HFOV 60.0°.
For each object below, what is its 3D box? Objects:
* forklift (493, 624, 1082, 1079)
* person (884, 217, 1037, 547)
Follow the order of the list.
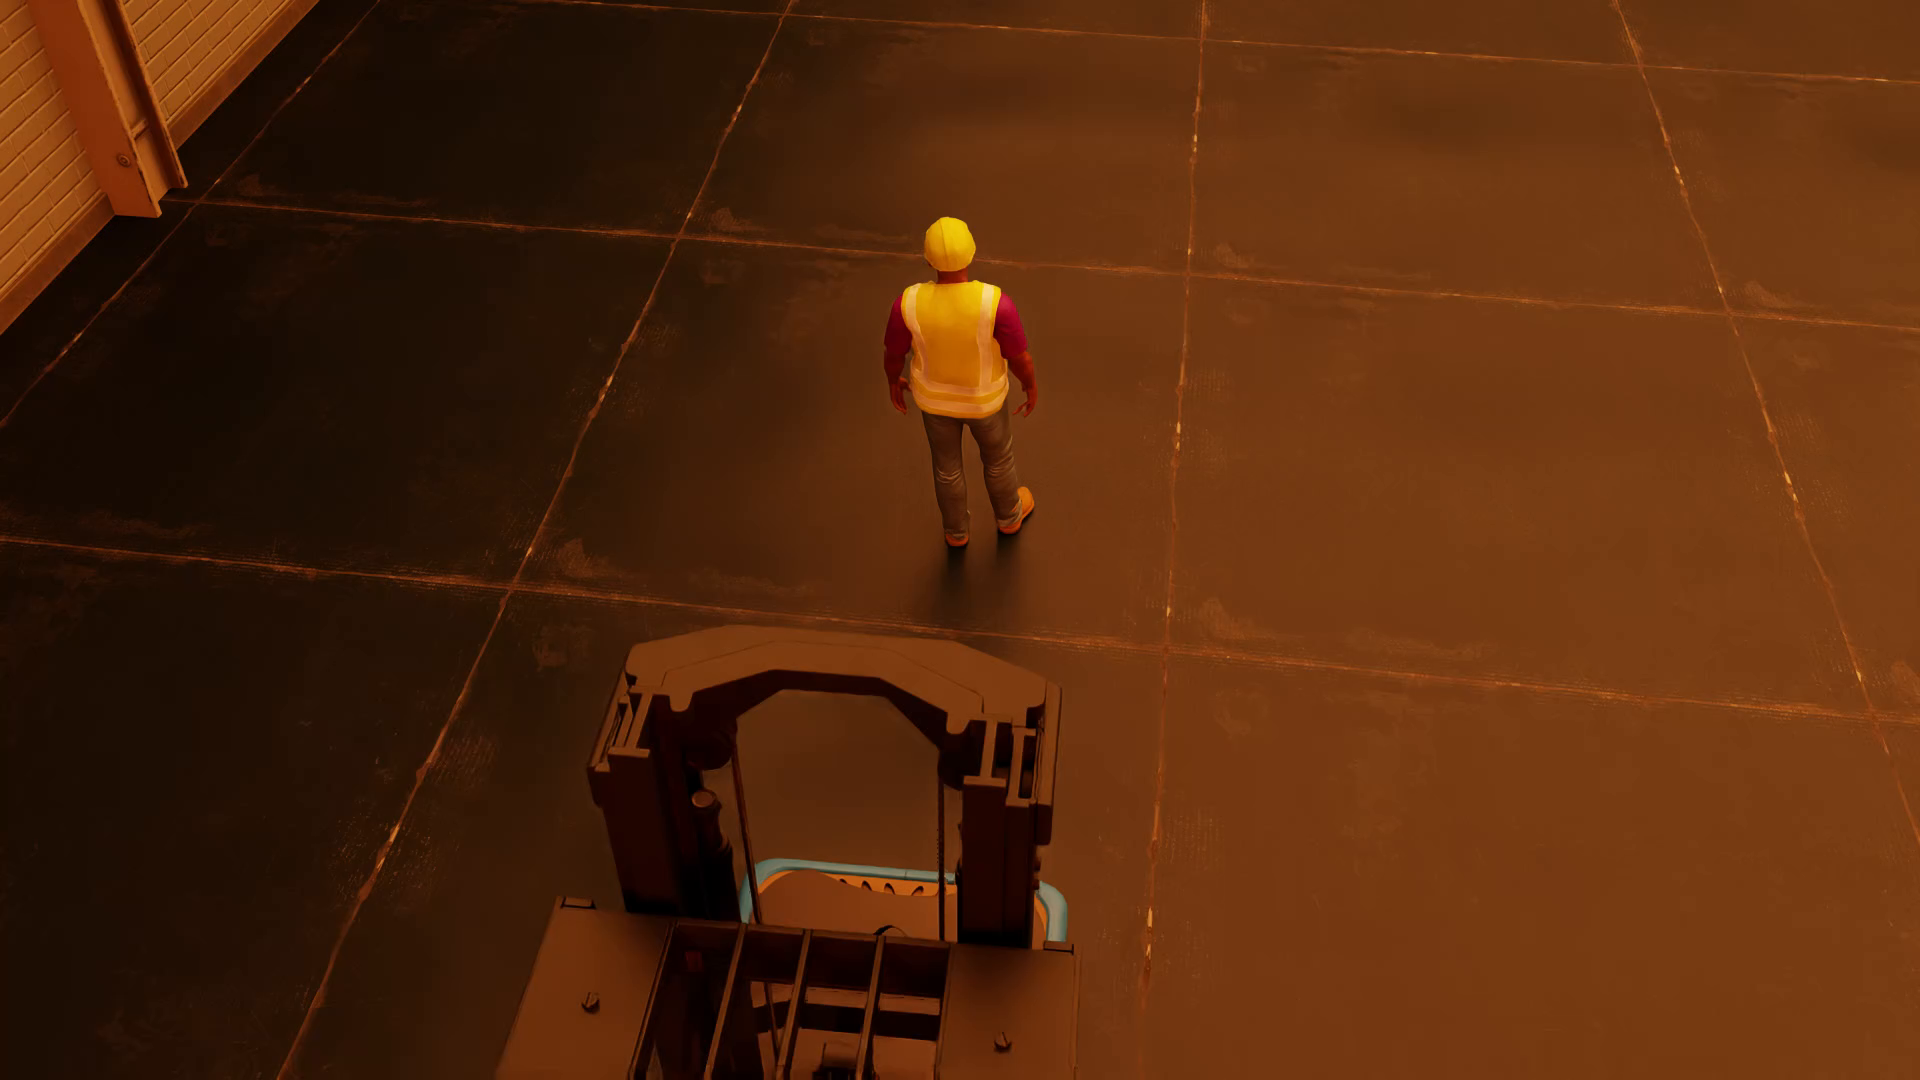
[{"bbox_3d":[-0.325,1.732,3.839,1.130,2.935,3.031,4,43,4],"label":"forklift"},{"bbox_3d":[0.015,-0.702,7.339,0.665,1.768,0.575,5,43,6],"label":"person"}]
